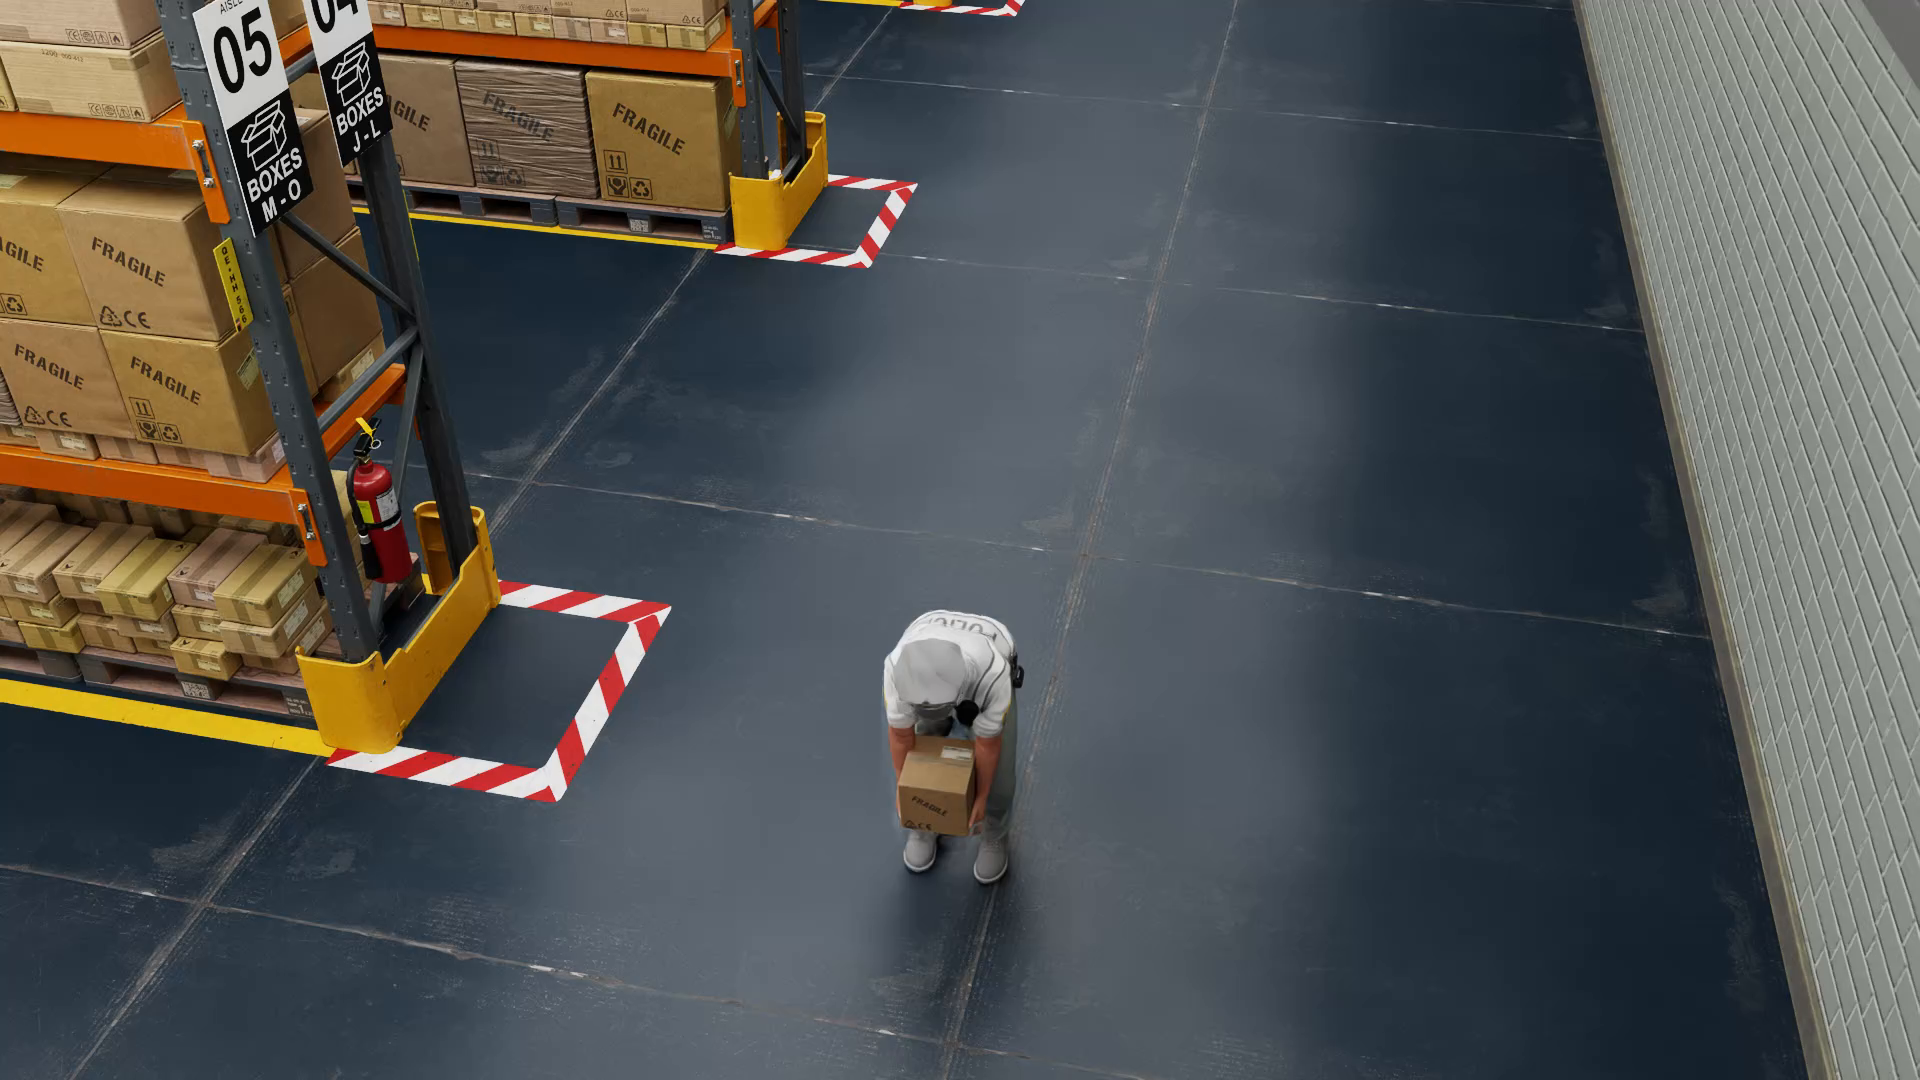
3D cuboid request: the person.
[{"bbox_3d":[-0.041,0.775,6.145,0.479,1.477,0.919,7,37,9],"label":"person"}]
